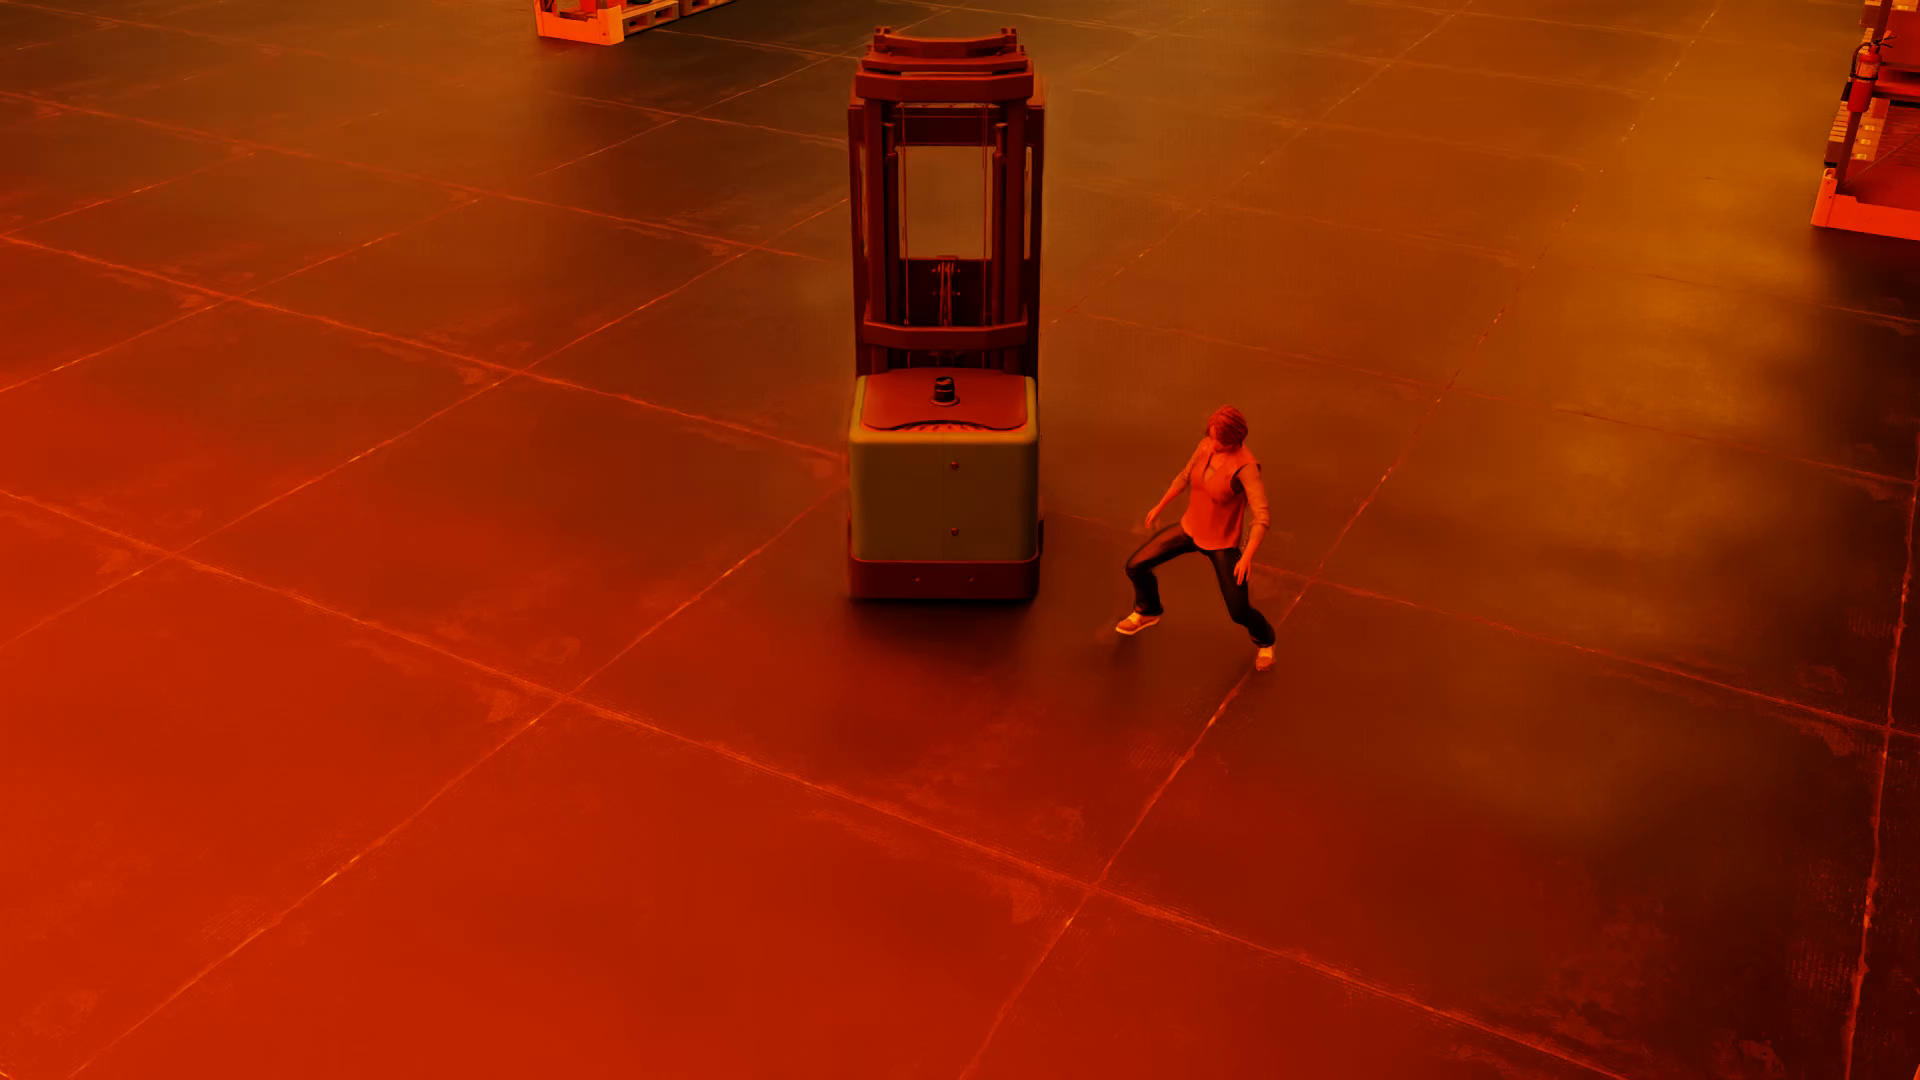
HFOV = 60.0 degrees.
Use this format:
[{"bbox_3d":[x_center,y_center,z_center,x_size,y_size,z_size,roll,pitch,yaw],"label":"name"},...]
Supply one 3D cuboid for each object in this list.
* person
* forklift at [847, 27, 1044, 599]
[{"bbox_3d":[1.325,-0.012,8.595,0.648,1.474,0.820,-21,36,-32],"label":"person"},{"bbox_3d":[-0.075,-1.635,9.904,1.130,2.935,3.031,0,30,0],"label":"forklift"}]
